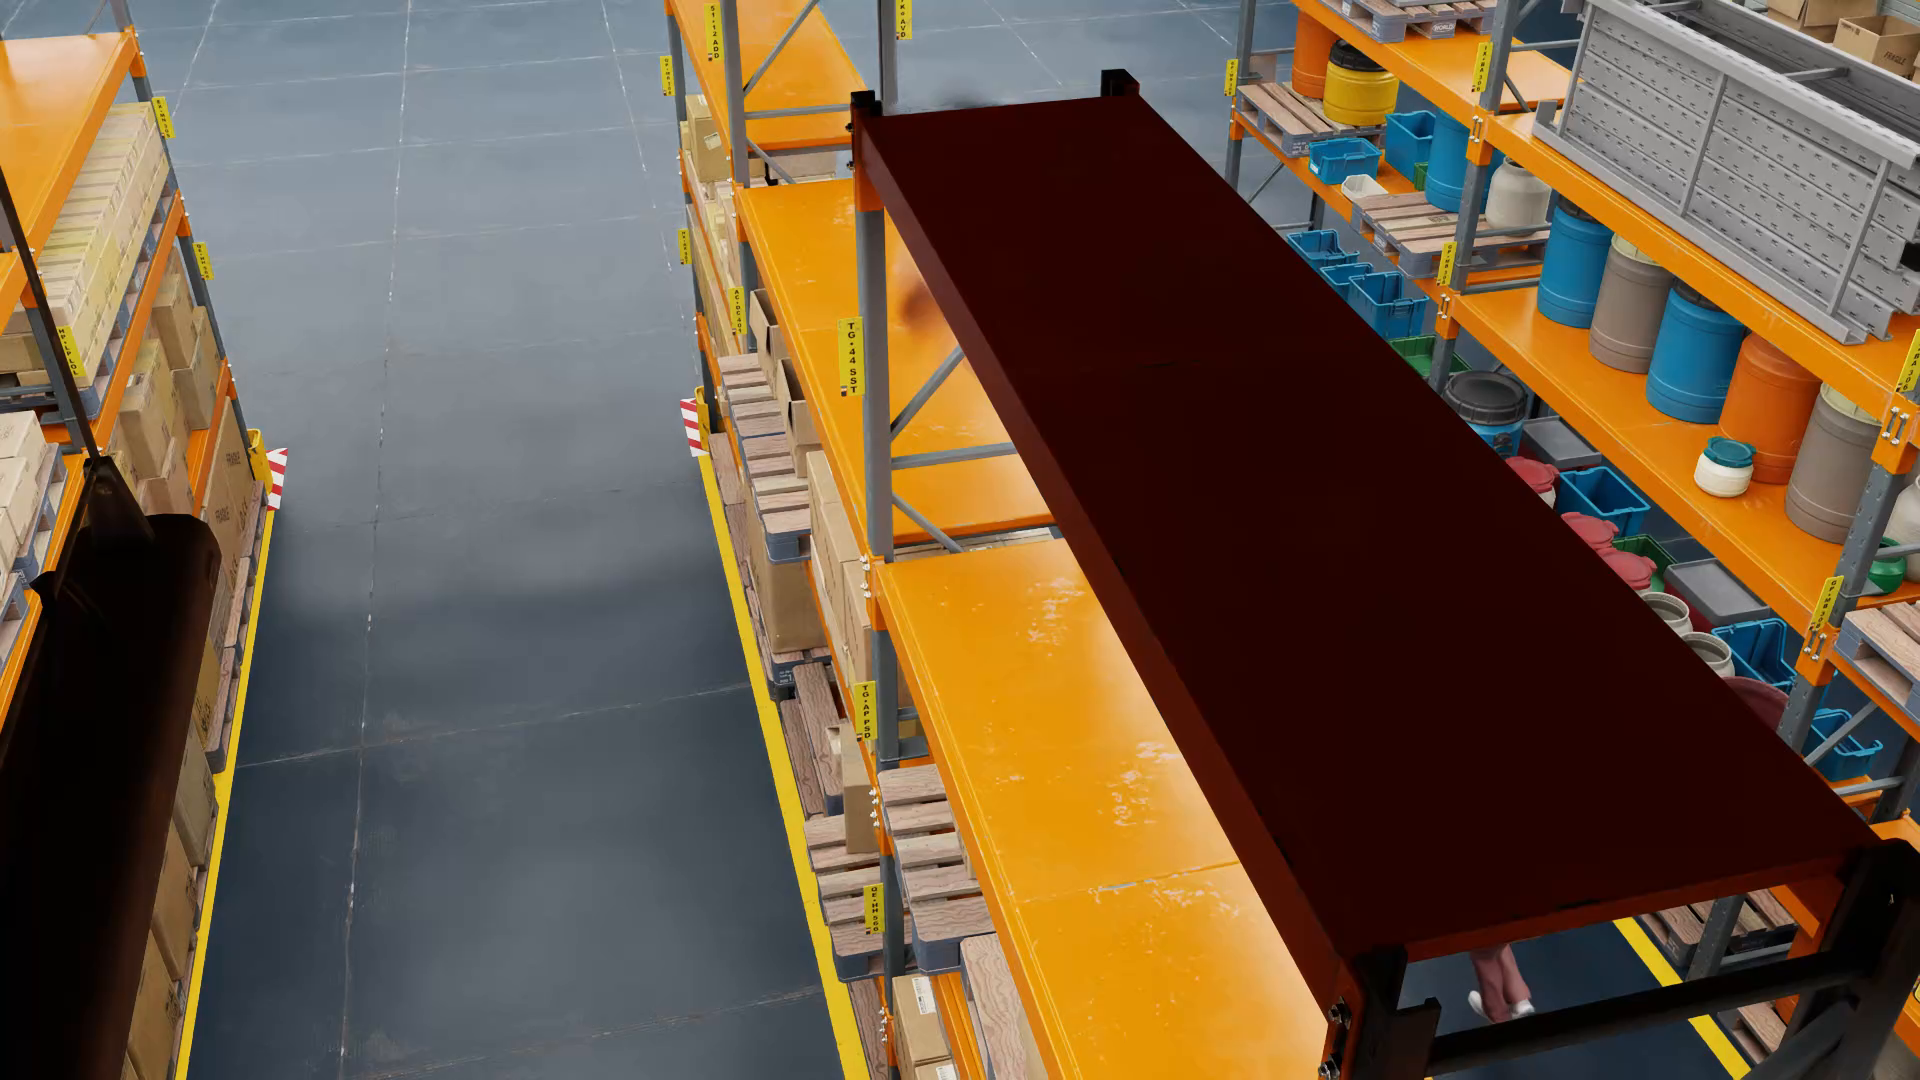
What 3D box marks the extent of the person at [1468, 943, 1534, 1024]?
[{"bbox_3d":[2.995,2.053,9.152,0.570,1.631,0.527,-12,36,-17],"label":"person"}]
